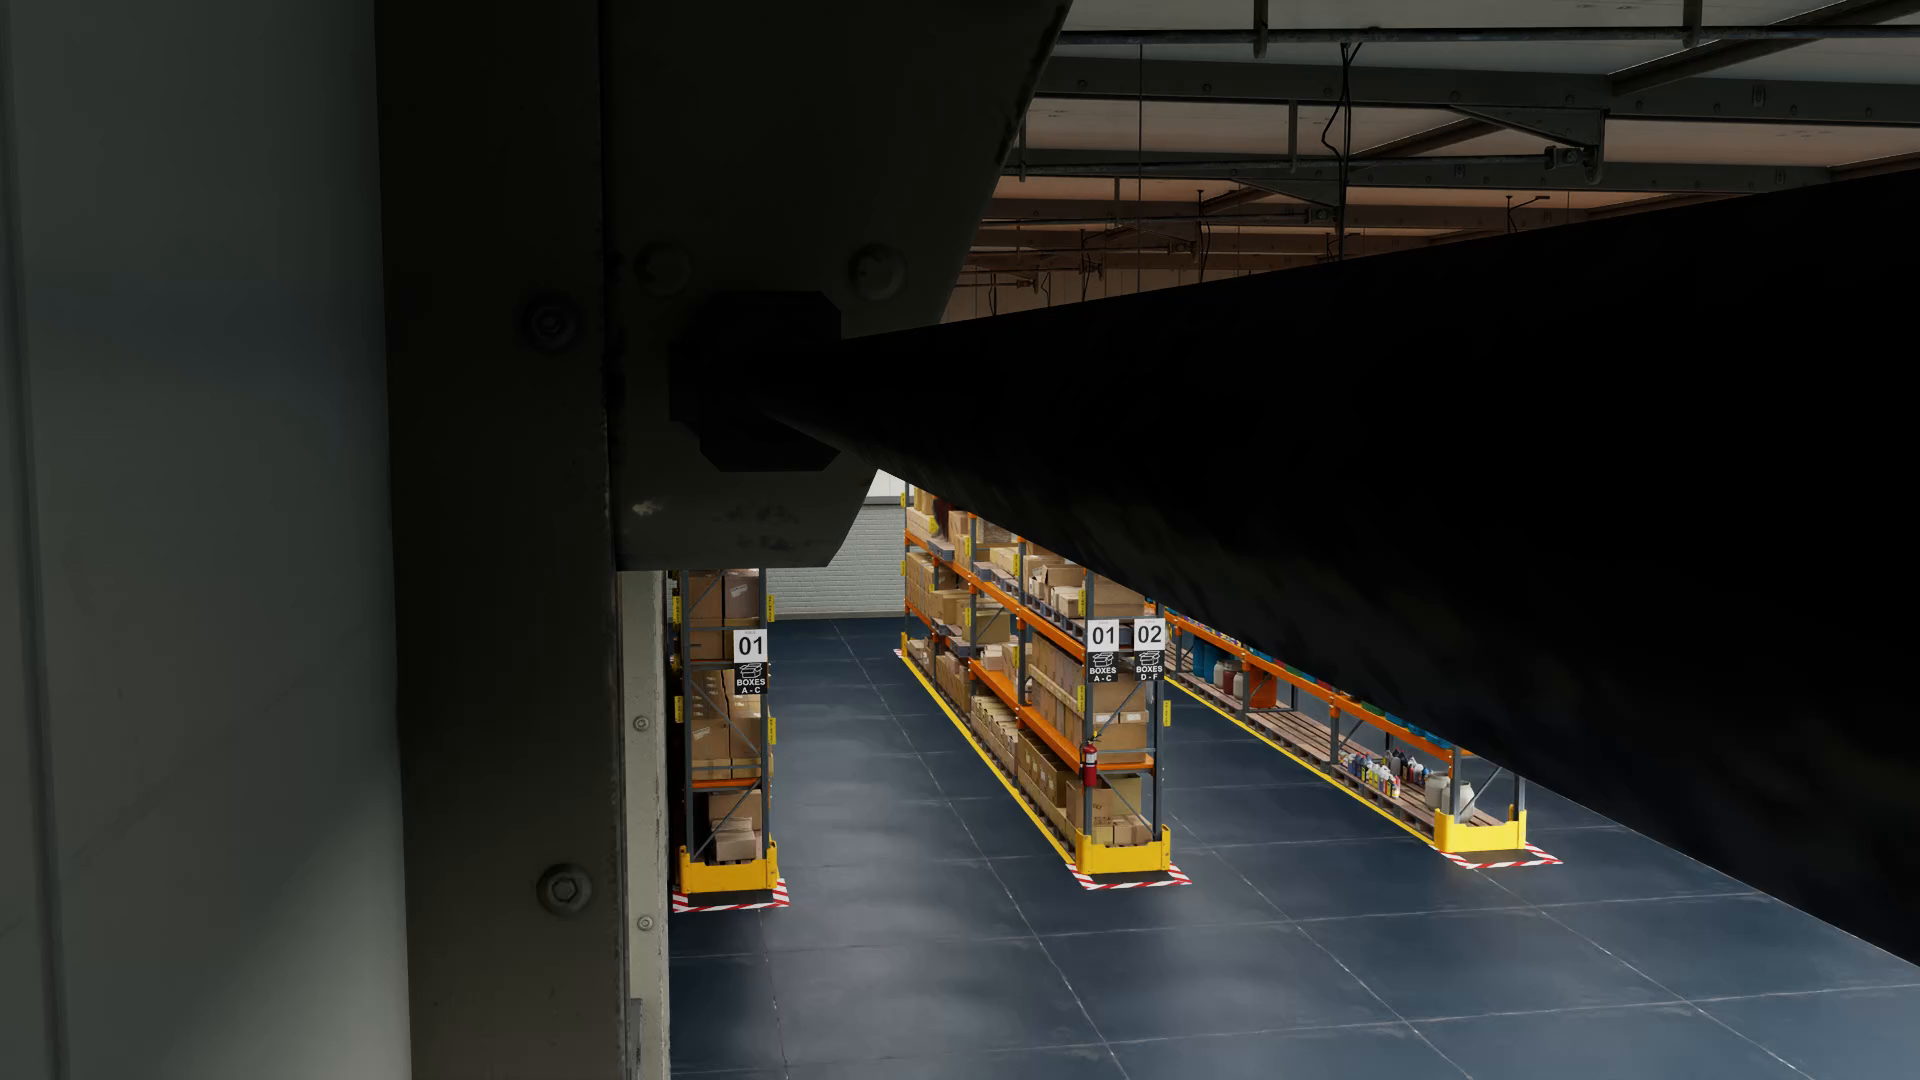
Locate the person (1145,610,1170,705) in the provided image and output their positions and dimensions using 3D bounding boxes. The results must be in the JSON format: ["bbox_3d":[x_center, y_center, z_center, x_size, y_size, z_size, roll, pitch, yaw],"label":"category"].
[{"bbox_3d":[3.623,2.208,31.316,0.674,1.793,0.765,-1,6,-10],"label":"person"}]
